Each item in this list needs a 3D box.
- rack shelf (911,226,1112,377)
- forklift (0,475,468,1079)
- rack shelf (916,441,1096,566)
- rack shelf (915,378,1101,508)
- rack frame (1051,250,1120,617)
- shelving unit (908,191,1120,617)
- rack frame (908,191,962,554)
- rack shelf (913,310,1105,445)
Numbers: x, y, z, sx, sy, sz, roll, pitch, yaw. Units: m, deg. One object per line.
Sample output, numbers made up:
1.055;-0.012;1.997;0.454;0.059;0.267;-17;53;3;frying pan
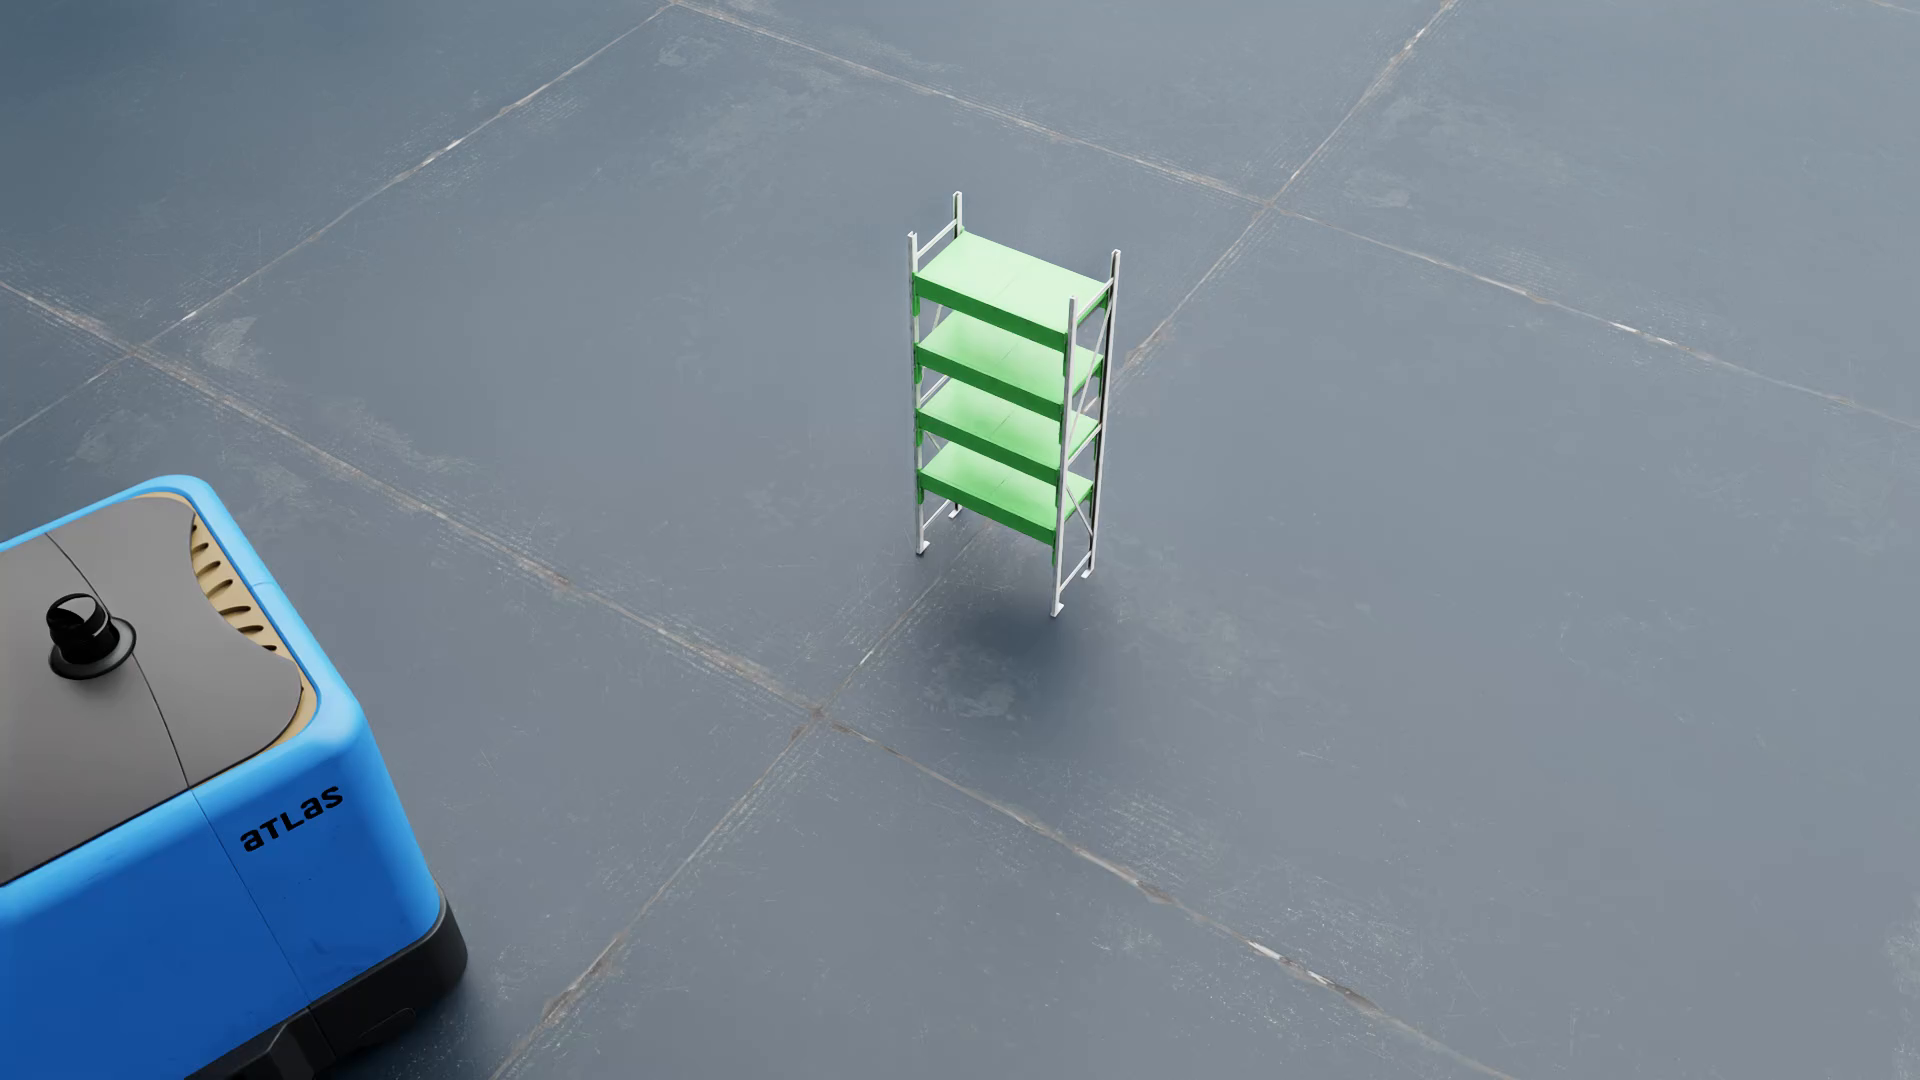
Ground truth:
0.139;-0.644;4.459;0.480;0.148;0.258;25;51;22;rack shelf
-2.694;0.472;2.747;3.031;2.935;1.130;-29;53;-26;forklift
0.139;-0.142;4.975;0.480;0.148;0.258;25;51;22;rack shelf
0.139;-0.310;4.803;0.480;0.148;0.258;25;51;22;rack shelf
0.345;-0.260;4.666;0.015;1.200;0.240;25;51;22;rack frame
0.139;-0.354;4.757;0.503;1.200;0.258;25;51;22;shelving unit
-0.066;-0.449;4.849;0.015;1.200;0.240;25;51;22;rack frame
0.139;-0.477;4.631;0.480;0.148;0.258;25;51;22;rack shelf
